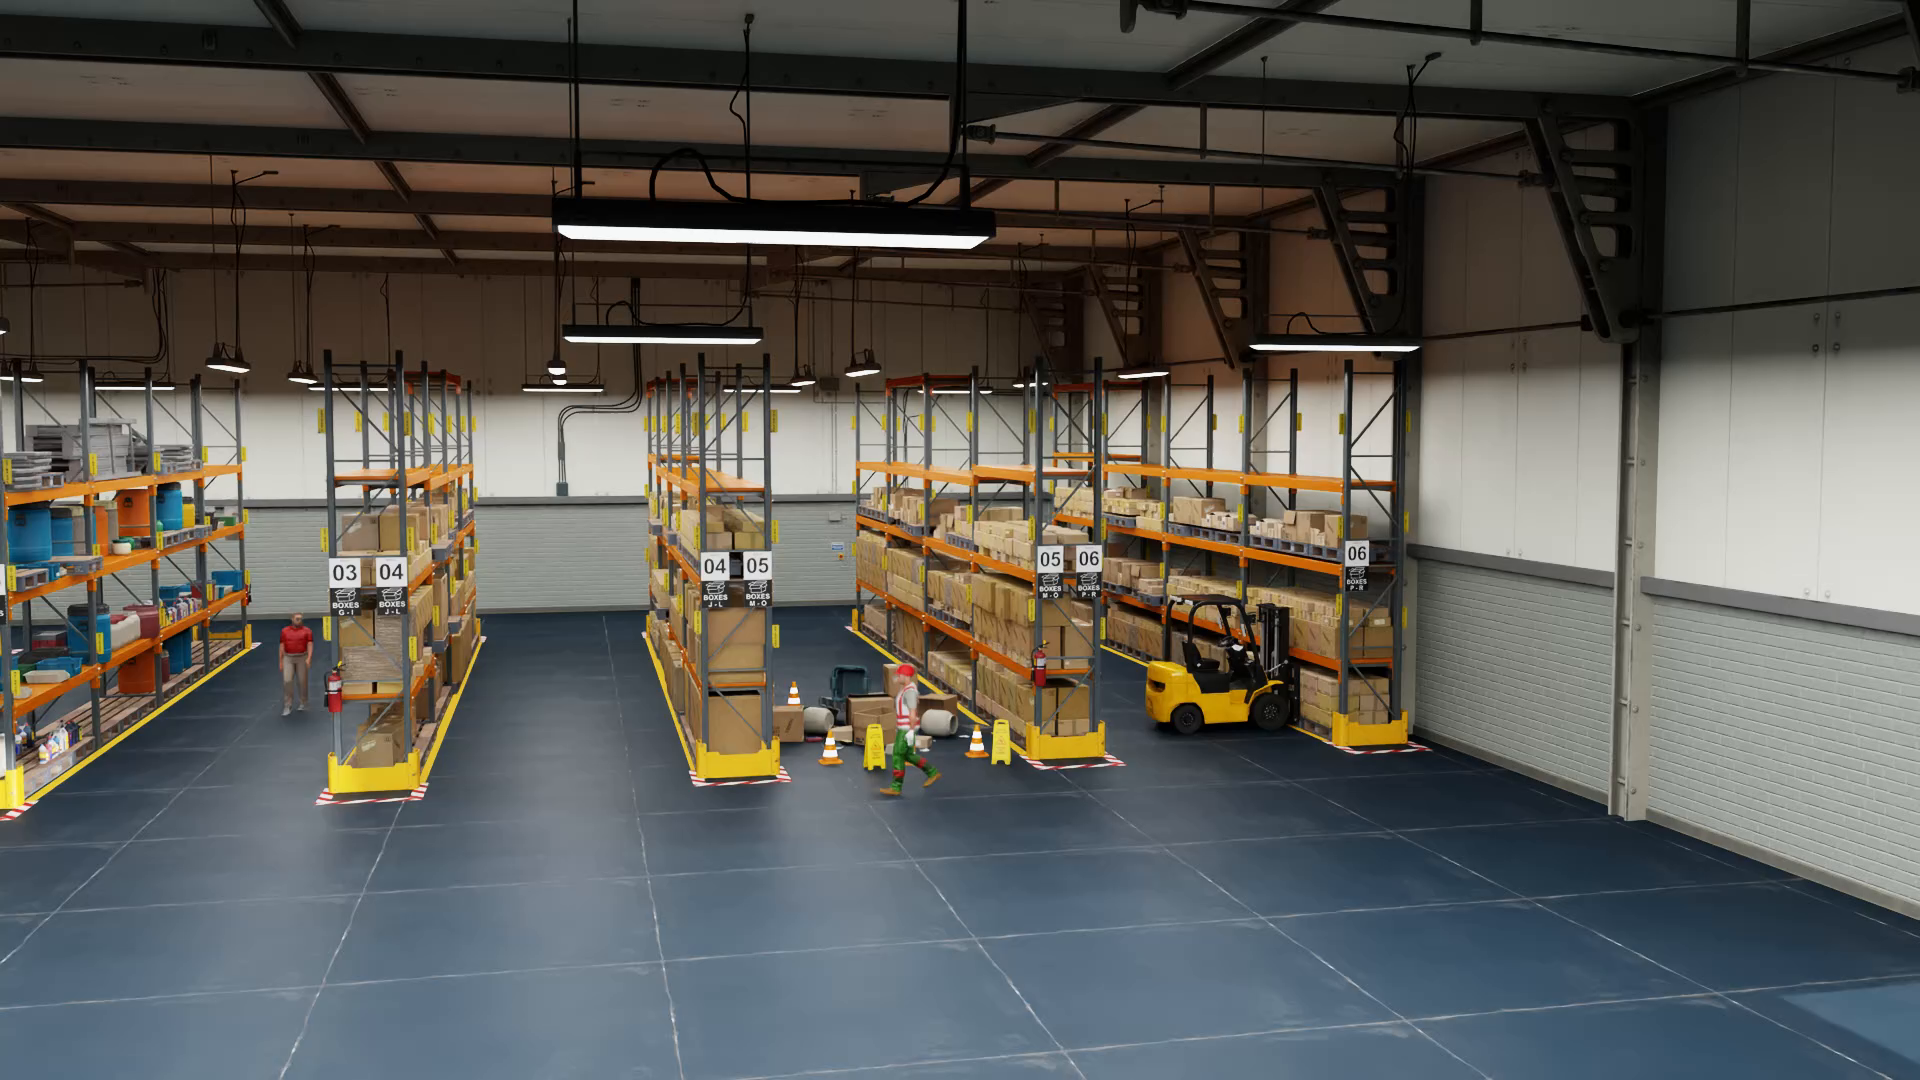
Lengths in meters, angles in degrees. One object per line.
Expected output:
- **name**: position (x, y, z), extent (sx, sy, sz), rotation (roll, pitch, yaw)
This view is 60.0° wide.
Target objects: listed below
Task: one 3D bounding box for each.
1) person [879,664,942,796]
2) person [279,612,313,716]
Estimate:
- **person**: position (-0.671, 2.560, 22.496), extent (0.855, 1.777, 0.594), rotation (0, 4, -3)
- **person**: position (-11.535, 2.146, 28.879), extent (0.565, 1.742, 0.686), rotation (-1, 4, -19)
